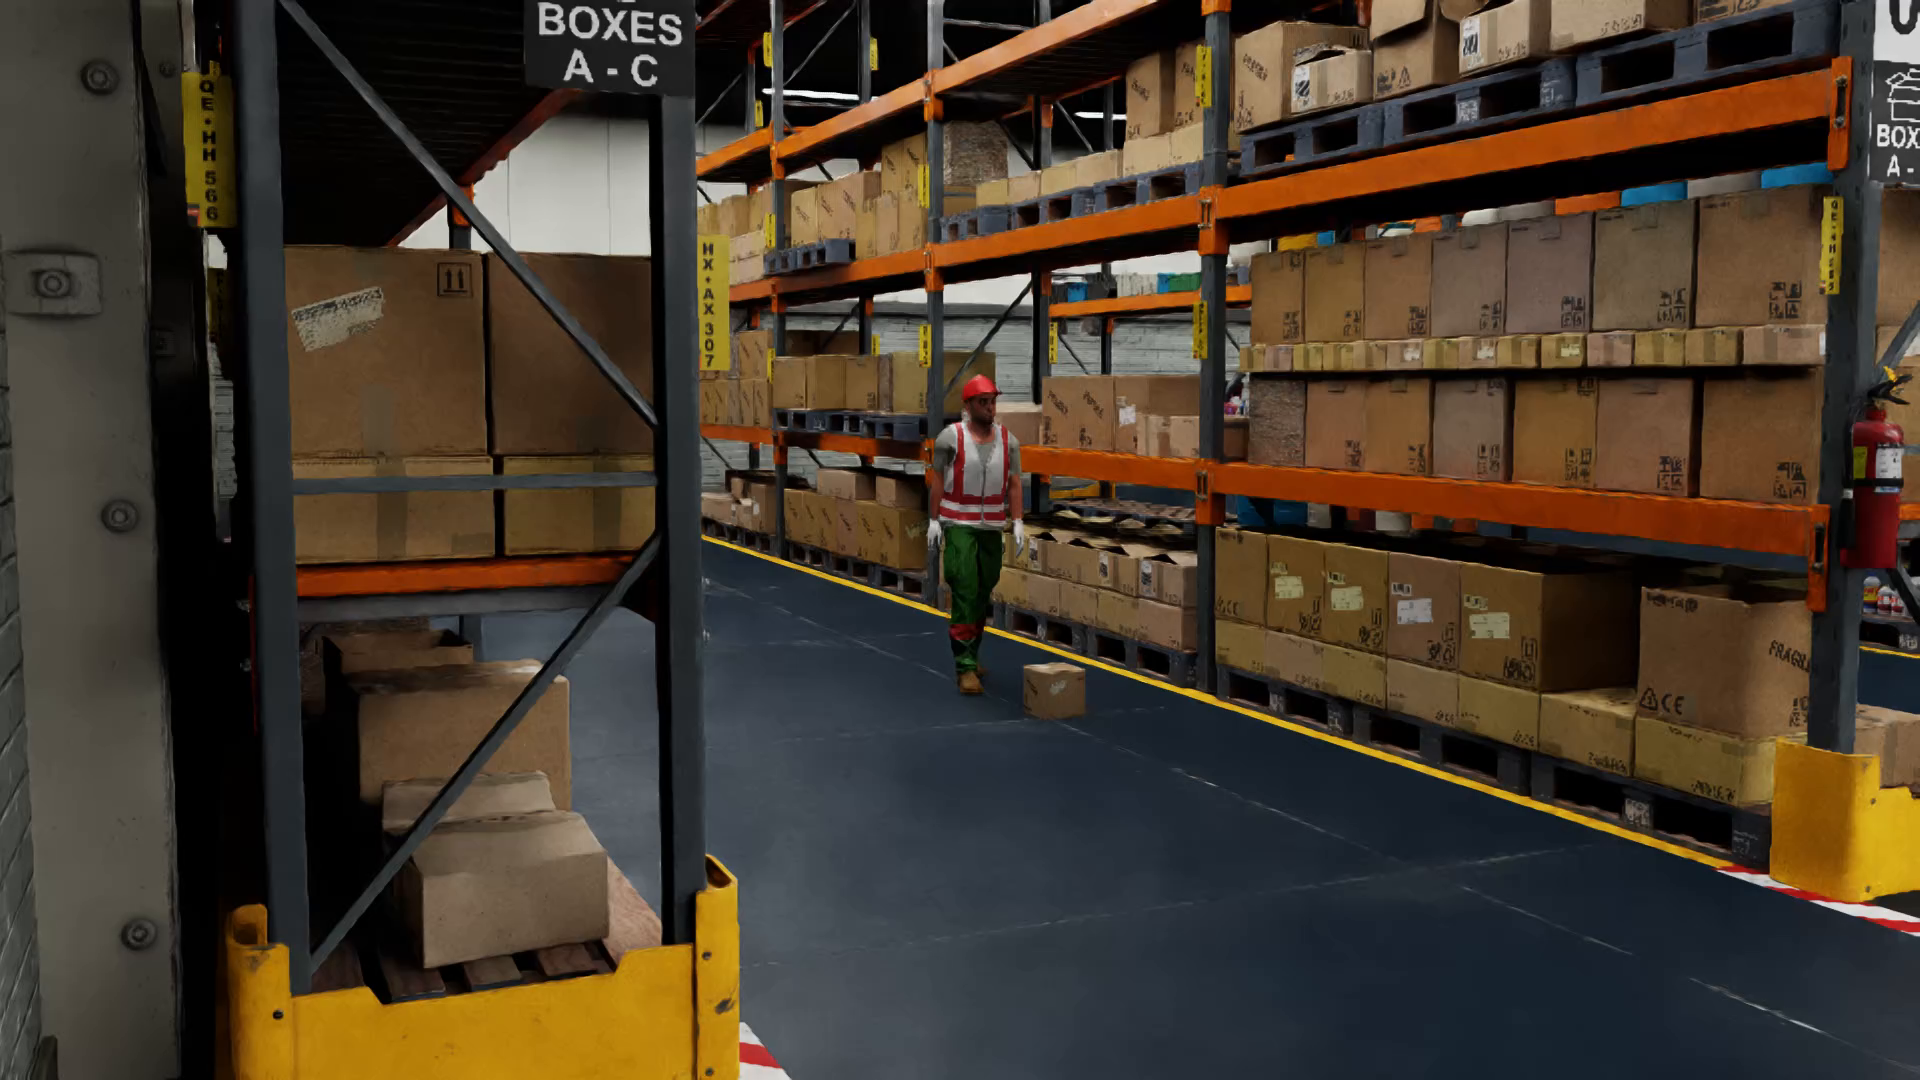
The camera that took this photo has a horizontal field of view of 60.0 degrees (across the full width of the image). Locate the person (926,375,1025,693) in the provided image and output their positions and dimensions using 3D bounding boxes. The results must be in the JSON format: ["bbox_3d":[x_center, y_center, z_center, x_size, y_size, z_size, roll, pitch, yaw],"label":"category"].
[{"bbox_3d":[0.135,-0.060,9.596,0.535,1.777,0.700,-2,6,-24],"label":"person"}]
